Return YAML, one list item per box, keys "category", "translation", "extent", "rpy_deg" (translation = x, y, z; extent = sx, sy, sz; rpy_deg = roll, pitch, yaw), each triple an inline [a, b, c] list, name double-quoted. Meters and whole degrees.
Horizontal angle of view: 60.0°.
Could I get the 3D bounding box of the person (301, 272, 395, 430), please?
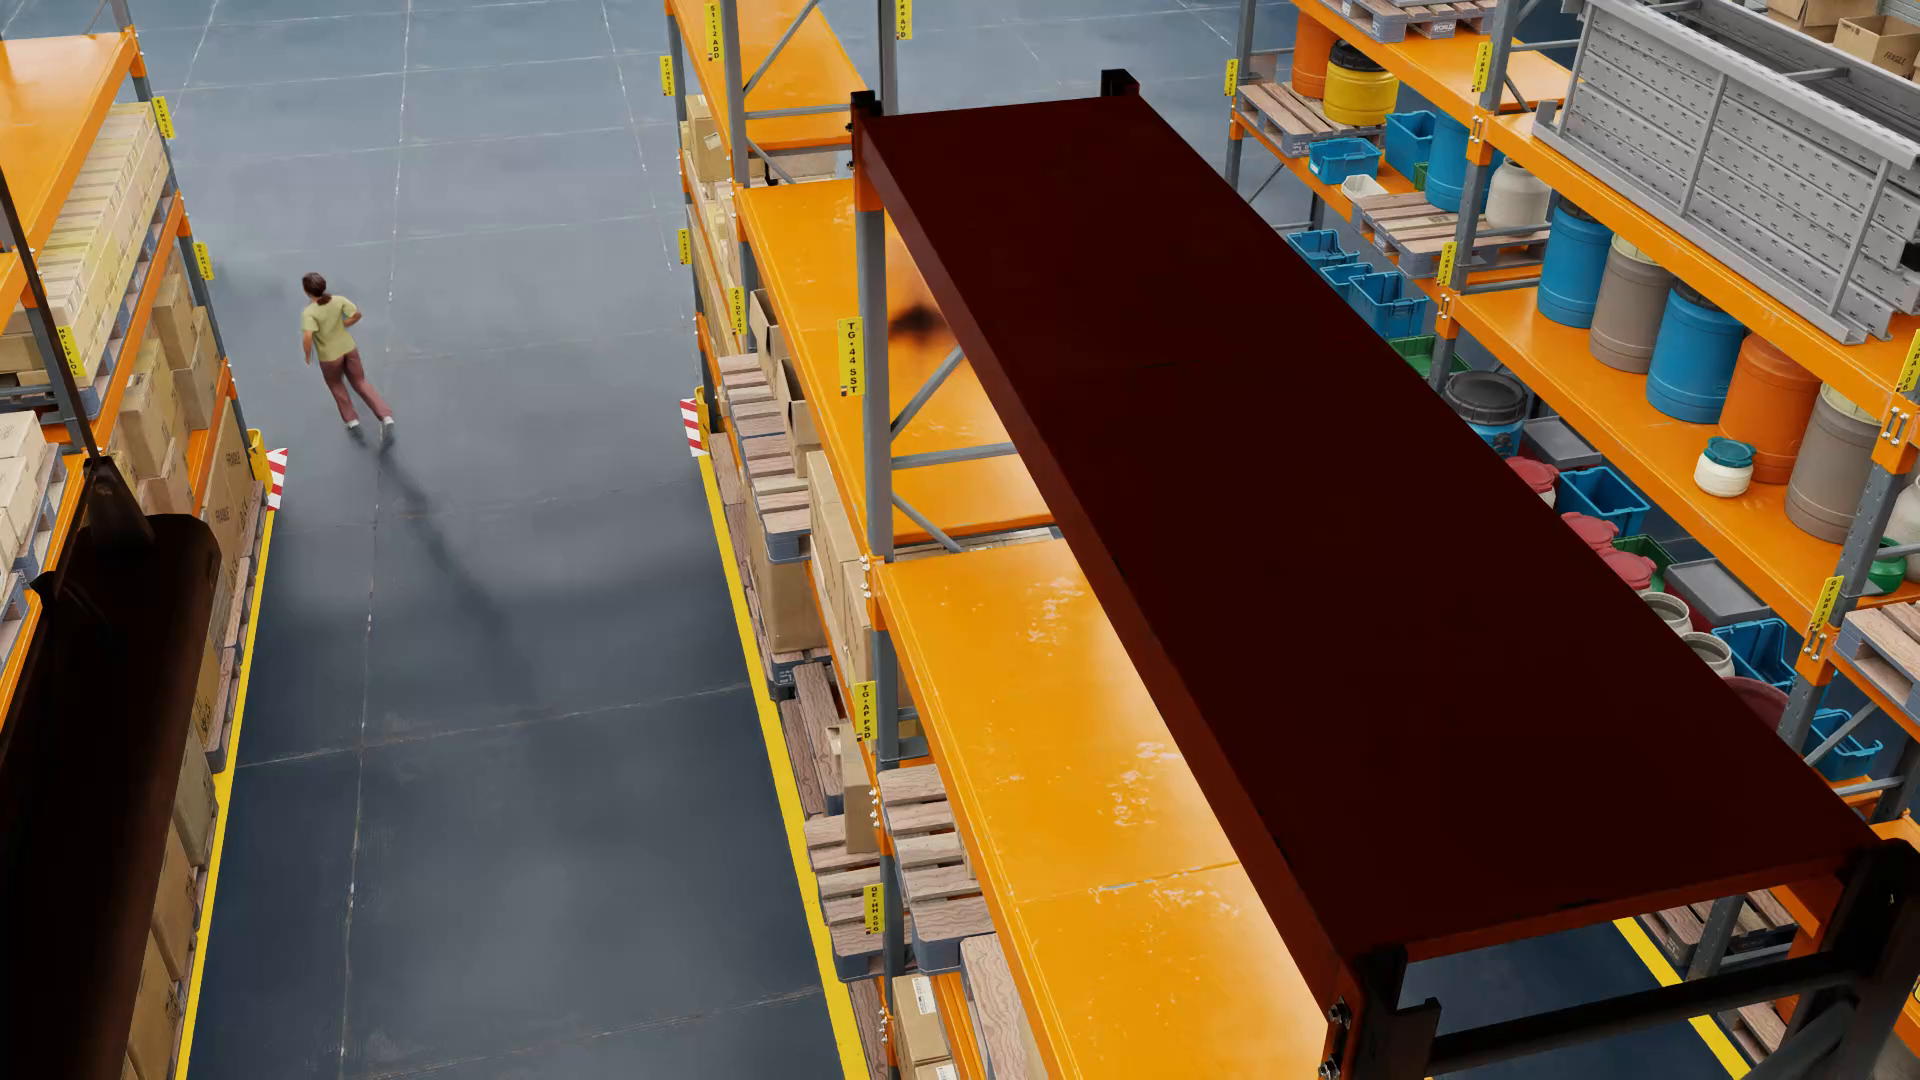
- category: "person"
  translation: [-5.639, -1.636, 15.037]
  extent: [0.781, 1.701, 0.635]
  rpy_deg: [26, 42, 32]
